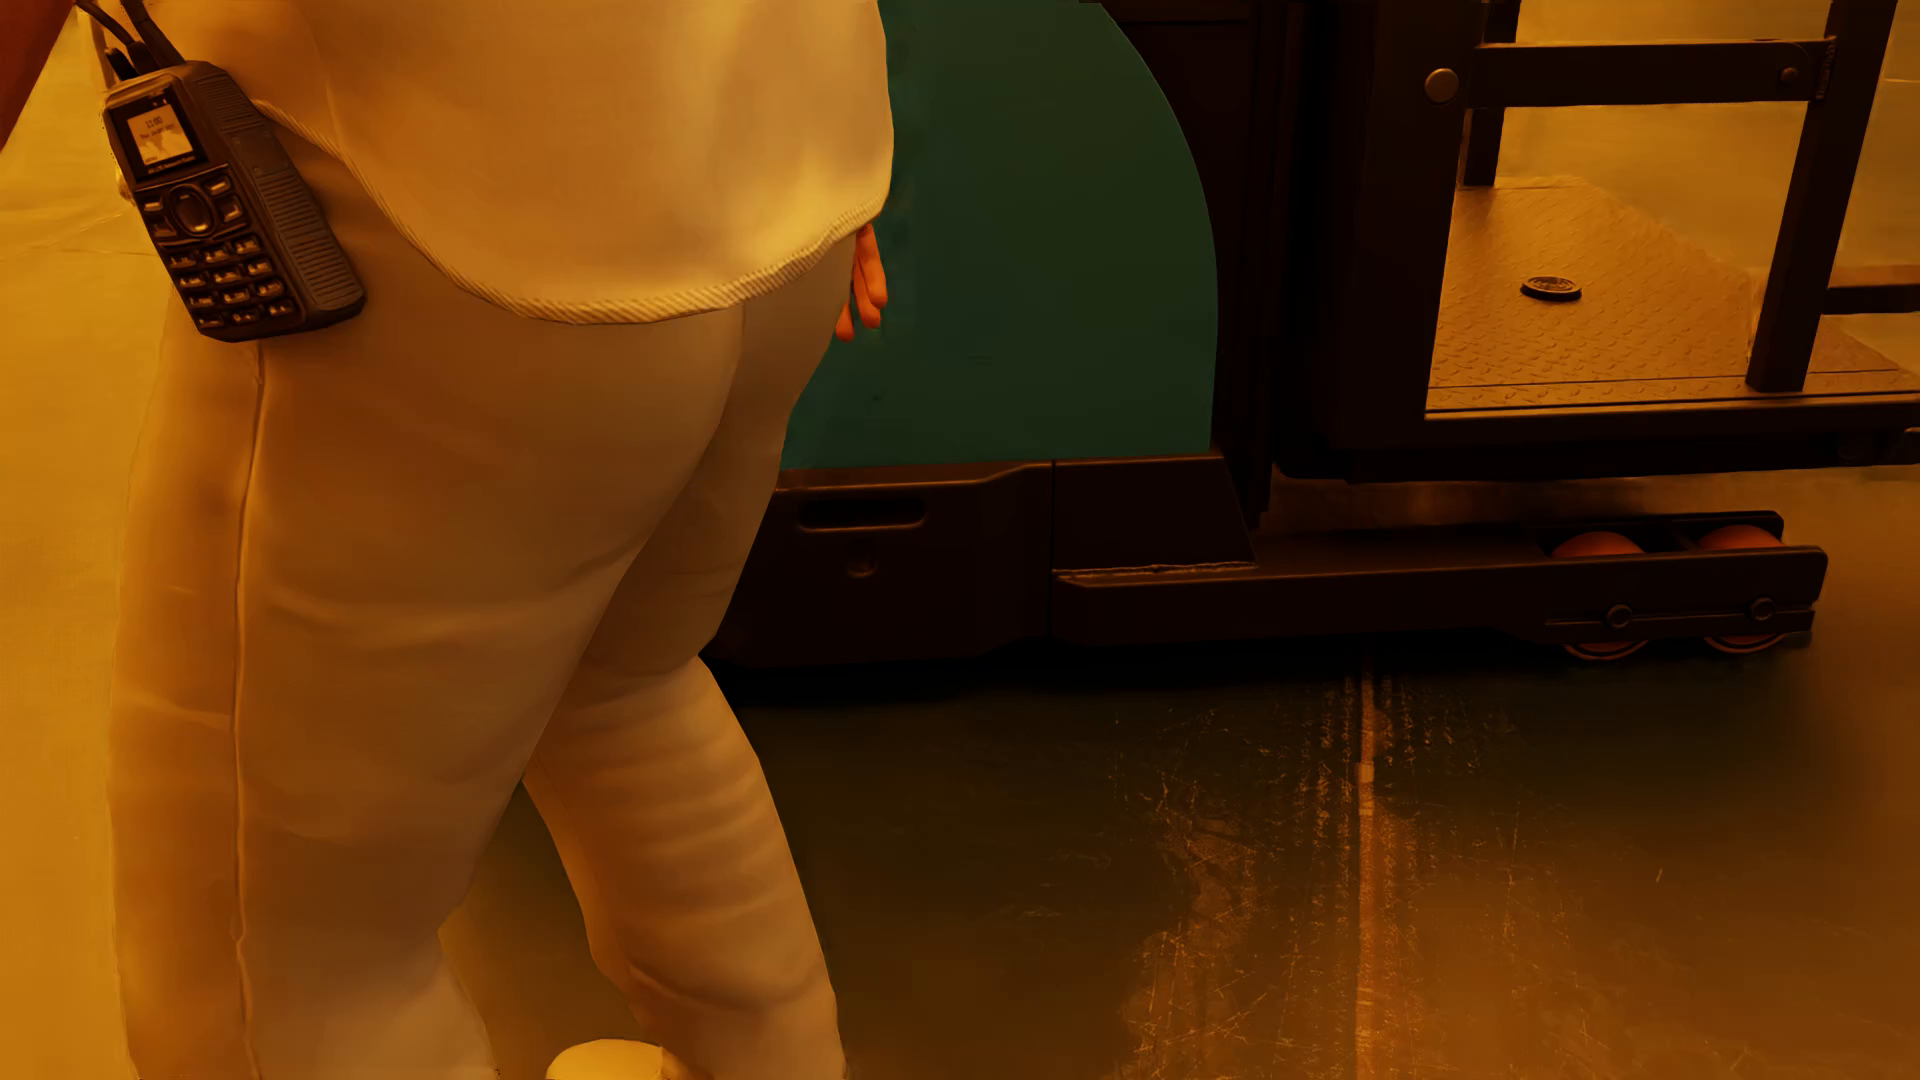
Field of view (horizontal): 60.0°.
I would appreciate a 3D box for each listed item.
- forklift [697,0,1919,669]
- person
[{"bbox_3d":[0.701,-1.385,1.992,3.031,2.935,1.130,-3,27,-5],"label":"forklift"},{"bbox_3d":[-0.275,-0.179,0.943,0.421,1.722,0.793,9,28,17],"label":"person"}]
